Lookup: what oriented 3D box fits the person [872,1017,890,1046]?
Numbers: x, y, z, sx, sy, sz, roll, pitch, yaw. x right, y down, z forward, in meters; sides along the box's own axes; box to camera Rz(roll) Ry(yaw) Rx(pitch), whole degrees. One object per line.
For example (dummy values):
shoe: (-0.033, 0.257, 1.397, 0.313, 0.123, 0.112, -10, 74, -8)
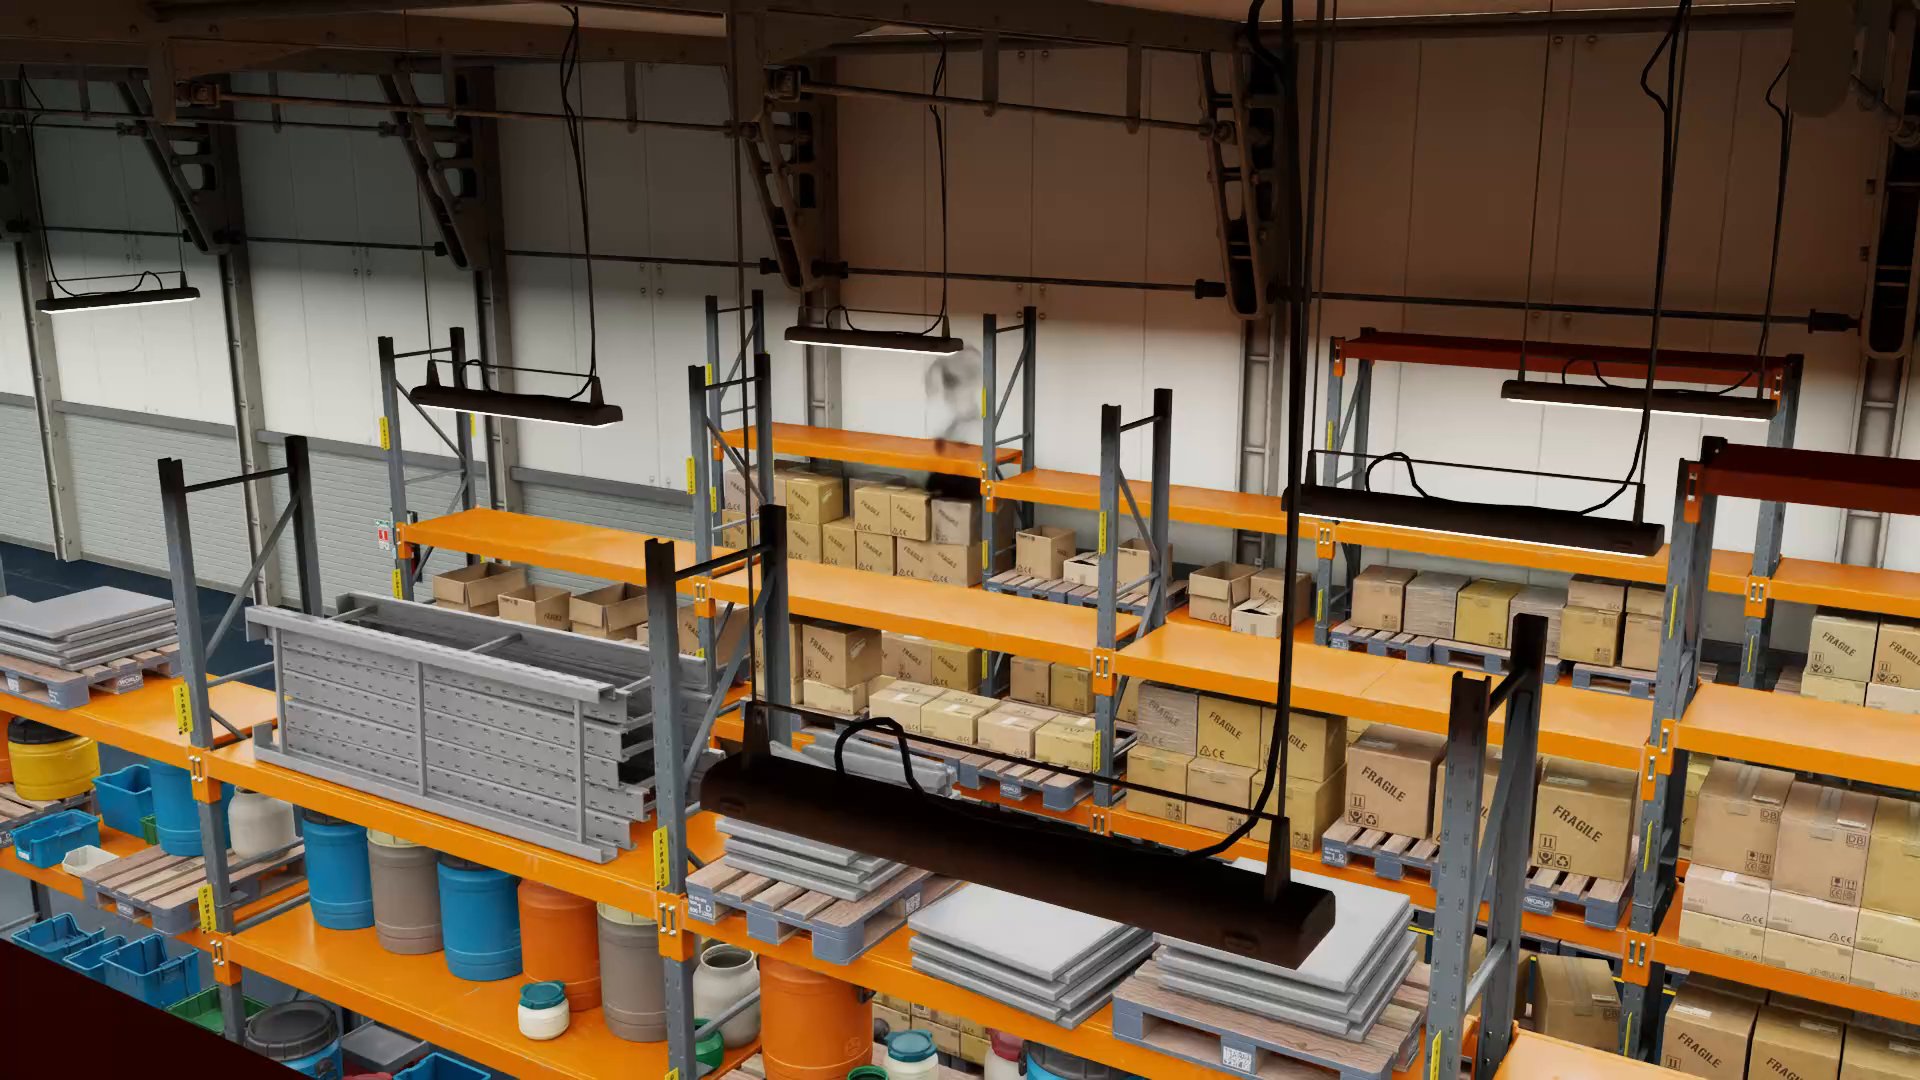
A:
person: (-0.676, 4.305, 12.460, 0.577, 1.609, 0.593, 8, 16, 30)
